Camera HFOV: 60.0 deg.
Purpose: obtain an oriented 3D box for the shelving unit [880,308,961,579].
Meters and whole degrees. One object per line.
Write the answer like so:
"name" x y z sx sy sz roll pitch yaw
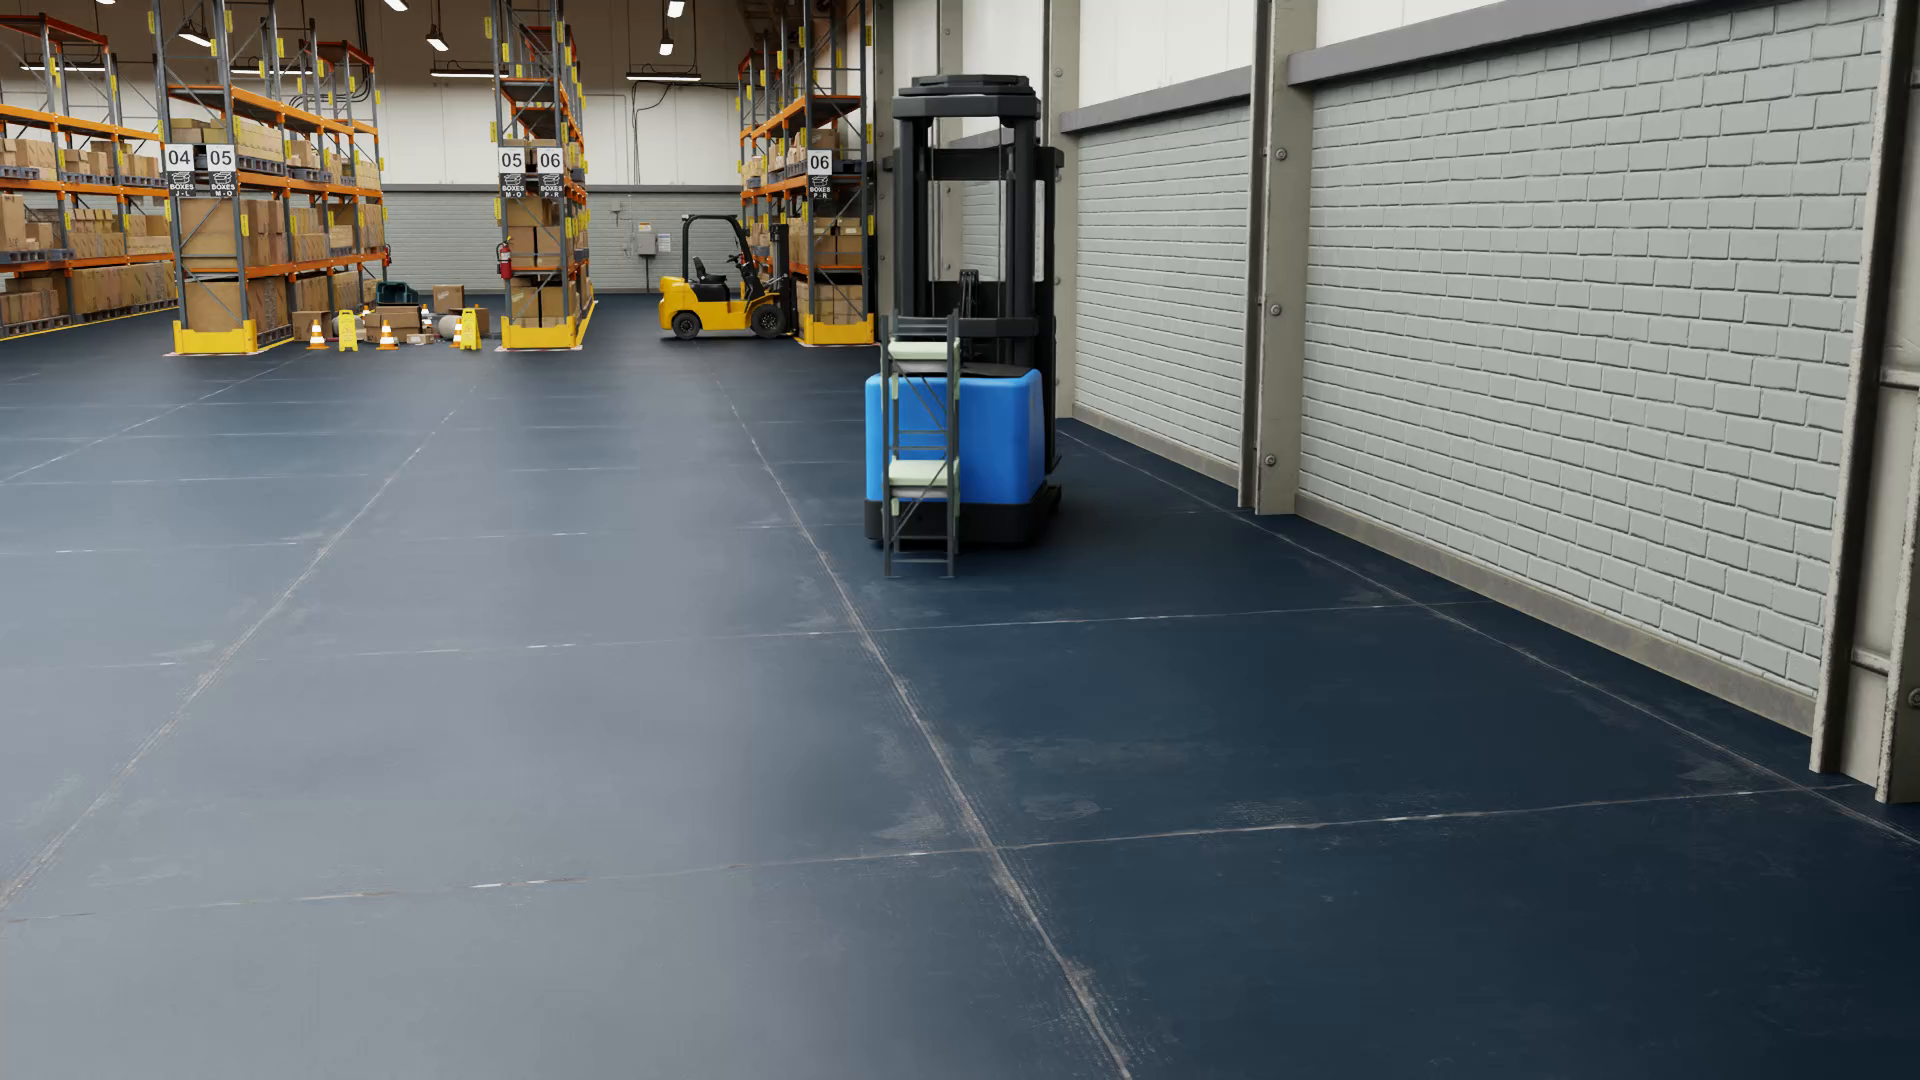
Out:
"shelving unit" -0.222 -0.584 9.754 0.431 1.500 0.755 0 11 2

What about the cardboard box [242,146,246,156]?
"cardboard box" -11.565 -6.178 26.392 0.380 0.149 0.250 -2 11 -10

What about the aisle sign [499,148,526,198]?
"aisle sign" -7.199 -5.905 26.745 0.394 0.787 0.004 -2 11 -11

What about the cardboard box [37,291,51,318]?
"cardboard box" -17.933 -4.521 31.938 0.700 0.500 0.500 -3 11 -16

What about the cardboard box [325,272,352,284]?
"cardboard box" -13.500 -5.680 36.074 0.500 0.250 0.500 -3 11 -14

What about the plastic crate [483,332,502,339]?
"plastic crate" -8.203 -3.631 29.561 0.402 0.080 0.583 -6 13 -31

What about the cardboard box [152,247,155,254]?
"cardboard box" -19.070 -6.767 38.898 0.380 0.149 0.250 -2 11 -10

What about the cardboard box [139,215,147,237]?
"cardboard box" -19.017 -7.214 38.176 0.500 0.500 0.500 -2 11 -13

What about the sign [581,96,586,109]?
"sign" -9.503 -11.046 41.956 0.100 0.325 0.005 -2 11 -11

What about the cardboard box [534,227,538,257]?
"cardboard box" -7.395 -5.027 28.020 0.500 0.500 0.500 -2 11 -11

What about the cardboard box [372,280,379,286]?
"cardboard box" -14.260 -6.208 40.200 0.380 0.149 0.250 -2 11 -9

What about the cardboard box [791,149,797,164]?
"cardboard box" -2.845 -6.944 30.105 0.396 0.266 0.258 -2 11 -12

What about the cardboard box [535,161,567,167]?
"cardboard box" -6.976 -6.484 28.325 0.500 0.250 0.500 -2 11 -9

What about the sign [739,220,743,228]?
"sign" -5.702 -8.171 43.288 0.100 0.325 0.005 -2 11 -11

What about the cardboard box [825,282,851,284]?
"cardboard box" -2.154 -4.456 29.644 0.500 0.250 0.500 -2 11 -11

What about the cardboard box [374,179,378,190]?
"cardboard box" -14.420 -8.618 40.334 0.500 0.250 0.500 -2 11 -11

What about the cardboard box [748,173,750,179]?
"cardboard box" -4.843 -8.752 40.240 0.500 0.250 0.500 -3 11 -13

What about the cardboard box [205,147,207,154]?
"cardboard box" -12.307 -6.245 26.744 0.380 0.149 0.250 -2 11 -10

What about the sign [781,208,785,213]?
"sign" -4.622 -8.506 43.422 0.100 0.325 0.005 -2 11 -11

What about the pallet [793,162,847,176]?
"pallet" -2.411 -6.616 29.648 1.003 0.211 1.213 -2 11 -11

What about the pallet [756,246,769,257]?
"pallet" -3.815 -6.326 36.422 1.213 0.211 1.003 -2 11 -11

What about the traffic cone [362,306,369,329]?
"traffic cone" -11.320 -4.239 31.733 0.336 0.463 0.334 -2 11 -11

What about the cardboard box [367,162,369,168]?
"cardboard box" -14.303 -8.941 39.623 0.380 0.149 0.250 -2 11 -10

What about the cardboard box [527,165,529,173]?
"cardboard box" -7.369 -6.150 27.633 0.380 0.149 0.250 -2 11 -9

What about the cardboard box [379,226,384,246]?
"cardboard box" -14.534 -7.508 41.057 0.500 0.500 0.500 -2 11 -10

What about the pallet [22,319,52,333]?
"pallet" -17.819 -4.020 31.253 1.003 0.211 1.213 -2 11 -11

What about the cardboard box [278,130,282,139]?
"cardboard box" -12.156 -7.127 29.243 0.380 0.149 0.250 -2 11 -11

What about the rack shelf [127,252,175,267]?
"rack shelf" -19.370 -6.504 38.768 1.077 0.370 4.000 -2 11 -11

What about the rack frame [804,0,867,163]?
"rack frame" -2.058 -7.778 27.495 1.000 3.000 0.127 -2 11 -11

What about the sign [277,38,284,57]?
"sign" -11.991 -8.684 29.334 0.100 0.325 0.005 -2 11 -11

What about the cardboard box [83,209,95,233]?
"cardboard box" -18.590 -6.676 34.797 0.797 0.503 0.637 -2 11 -9

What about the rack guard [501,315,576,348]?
"rack guard" -6.941 -3.436 27.410 1.175 0.500 0.348 -2 11 -11

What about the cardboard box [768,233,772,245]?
"cardboard box" -3.792 -6.379 35.253 0.500 0.250 0.500 -2 11 -11

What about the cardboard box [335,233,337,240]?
"cardboard box" -13.422 -6.434 35.231 0.380 0.149 0.250 -2 11 -11

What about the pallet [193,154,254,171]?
"pallet" -11.917 -6.017 26.501 1.003 0.211 1.213 -2 11 -11

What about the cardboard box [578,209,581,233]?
"cardboard box" -8.530 -6.943 36.209 0.500 0.500 0.500 -2 11 -9

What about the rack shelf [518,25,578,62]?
"rack shelf" -8.871 -10.710 35.935 1.077 0.370 4.000 -2 11 -11

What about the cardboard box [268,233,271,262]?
"cardboard box" -12.338 -4.988 28.479 0.875 0.550 0.550 -2 11 -11

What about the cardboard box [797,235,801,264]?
"cardboard box" -2.603 -5.150 29.466 0.500 0.500 0.500 -2 11 -12

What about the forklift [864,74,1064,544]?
"forklift" 0.130 -1.643 11.490 1.130 2.935 3.031 2 11 8

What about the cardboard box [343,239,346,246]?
"cardboard box" -13.619 -6.479 36.264 0.380 0.149 0.250 -3 11 -13

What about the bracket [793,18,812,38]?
"bracket" -3.407 -11.343 36.598 0.076 0.066 4.783 -2 11 -11

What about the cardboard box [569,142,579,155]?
"cardboard box" -7.532 -7.448 31.723 0.500 0.250 0.500 -2 11 -12

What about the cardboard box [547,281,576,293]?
"cardboard box" -7.326 -4.509 30.587 0.500 0.500 0.500 -2 11 -12

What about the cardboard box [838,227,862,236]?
"cardboard box" -1.870 -5.270 28.362 0.380 0.149 0.250 -2 11 -12

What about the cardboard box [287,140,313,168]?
"cardboard box" -12.705 -7.388 31.809 0.500 0.500 0.500 -2 11 -11

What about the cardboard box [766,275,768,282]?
"cardboard box" -4.189 -5.921 37.609 0.380 0.149 0.250 -3 11 -14

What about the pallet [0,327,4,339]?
"pallet" -17.260 -3.531 28.685 1.003 0.211 1.213 -2 11 -11

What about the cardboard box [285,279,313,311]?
"cardboard box" -12.933 -4.574 31.597 1.050 0.750 0.750 -2 11 -11

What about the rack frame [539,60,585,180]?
"rack frame" -10.038 -10.531 41.960 1.000 3.000 0.127 -2 11 -11

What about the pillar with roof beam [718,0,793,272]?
"pillar with roof beam" -9.033 -11.083 44.860 9.100 9.000 0.548 -2 11 -11

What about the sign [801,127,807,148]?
"sign" -2.593 -6.683 27.609 0.100 0.325 0.005 -2 11 -11

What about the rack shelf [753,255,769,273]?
"rack shelf" -4.003 -6.312 37.759 1.077 0.370 4.000 -2 11 -11

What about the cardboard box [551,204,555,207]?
"cardboard box" -9.632 -7.754 38.739 0.380 0.149 0.250 -2 11 -12
